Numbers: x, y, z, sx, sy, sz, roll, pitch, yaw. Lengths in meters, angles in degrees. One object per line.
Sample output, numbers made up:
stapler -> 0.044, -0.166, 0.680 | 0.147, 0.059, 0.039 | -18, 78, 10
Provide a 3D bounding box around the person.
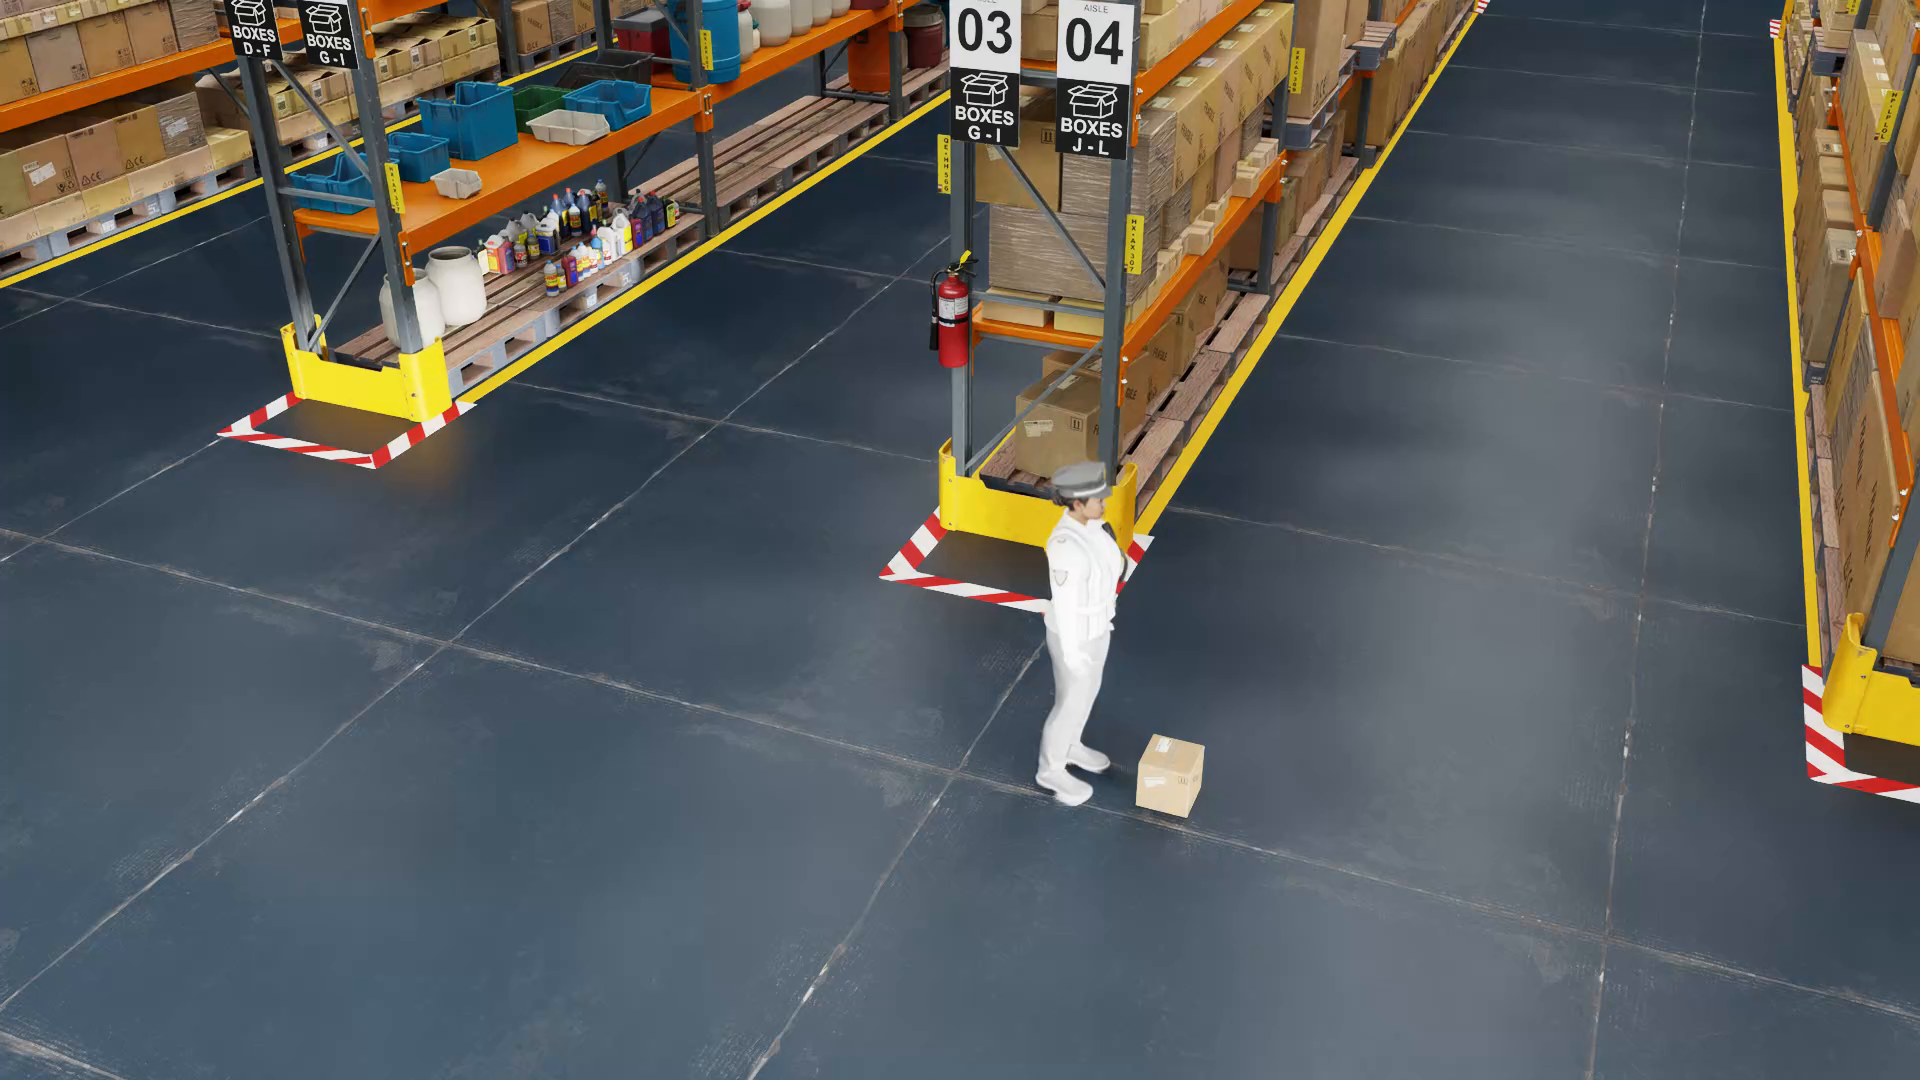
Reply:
person -> 0.565, 0.406, 7.678 | 0.337, 1.683, 0.467 | 12, 32, 20
